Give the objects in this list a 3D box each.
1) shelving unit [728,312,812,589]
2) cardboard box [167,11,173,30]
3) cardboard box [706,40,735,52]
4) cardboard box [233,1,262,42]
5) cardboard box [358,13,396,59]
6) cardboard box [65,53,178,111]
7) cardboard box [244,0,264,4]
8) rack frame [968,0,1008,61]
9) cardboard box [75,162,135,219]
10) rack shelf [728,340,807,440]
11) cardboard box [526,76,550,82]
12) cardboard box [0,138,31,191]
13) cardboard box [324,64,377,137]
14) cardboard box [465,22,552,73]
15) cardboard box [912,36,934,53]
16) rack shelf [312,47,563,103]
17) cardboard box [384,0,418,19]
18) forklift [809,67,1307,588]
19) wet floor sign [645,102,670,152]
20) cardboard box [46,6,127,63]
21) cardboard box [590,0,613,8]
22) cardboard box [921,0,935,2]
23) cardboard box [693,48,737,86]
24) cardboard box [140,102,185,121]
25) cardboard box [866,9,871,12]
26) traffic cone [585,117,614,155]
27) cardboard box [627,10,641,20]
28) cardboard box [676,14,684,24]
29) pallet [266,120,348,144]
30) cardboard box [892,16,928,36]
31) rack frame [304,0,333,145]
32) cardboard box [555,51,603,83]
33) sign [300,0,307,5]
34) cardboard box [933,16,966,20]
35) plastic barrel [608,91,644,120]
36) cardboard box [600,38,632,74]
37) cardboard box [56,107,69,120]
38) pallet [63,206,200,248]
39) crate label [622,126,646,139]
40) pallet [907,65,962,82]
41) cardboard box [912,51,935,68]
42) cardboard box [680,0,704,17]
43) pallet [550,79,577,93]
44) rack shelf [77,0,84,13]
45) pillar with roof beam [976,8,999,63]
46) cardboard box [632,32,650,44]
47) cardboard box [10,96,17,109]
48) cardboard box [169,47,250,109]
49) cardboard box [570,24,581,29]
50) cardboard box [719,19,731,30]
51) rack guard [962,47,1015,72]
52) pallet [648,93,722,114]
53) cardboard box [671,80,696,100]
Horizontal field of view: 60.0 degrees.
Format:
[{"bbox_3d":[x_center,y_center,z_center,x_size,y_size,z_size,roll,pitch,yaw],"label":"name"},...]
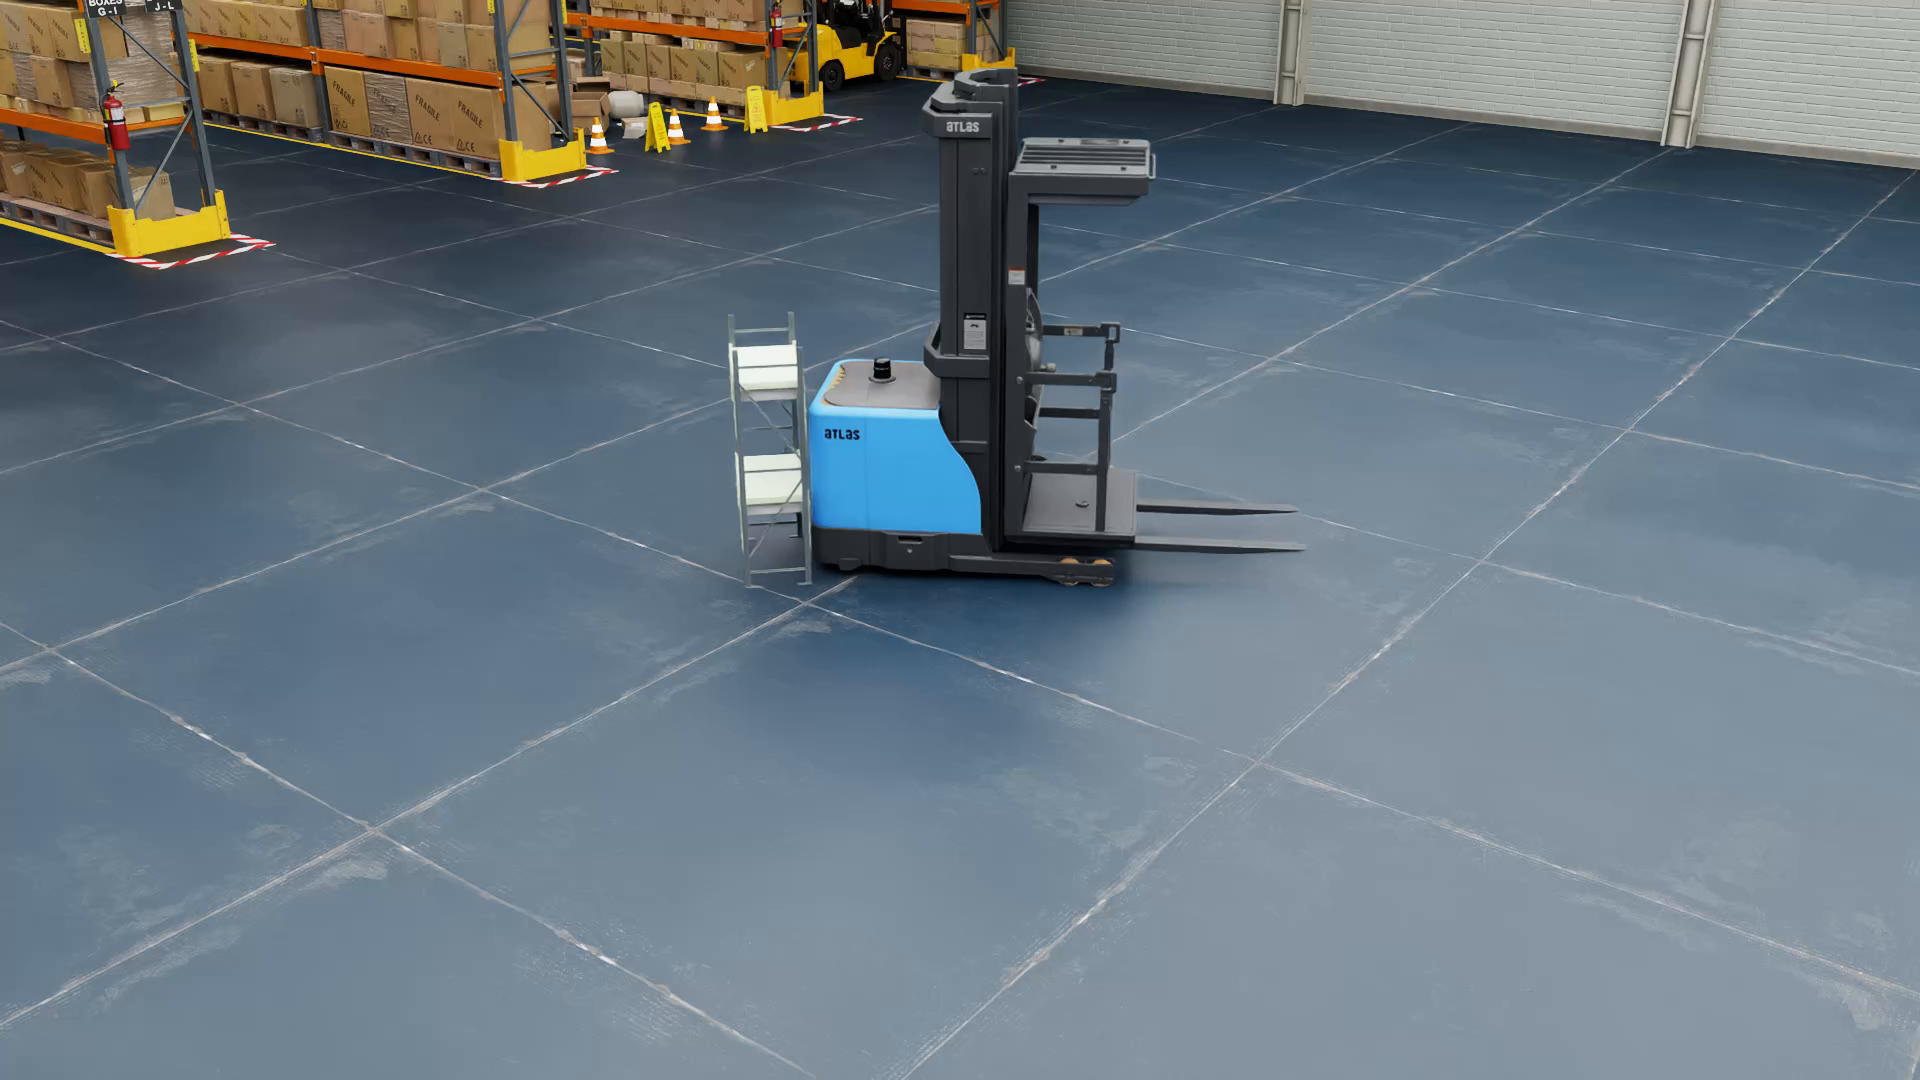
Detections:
[{"bbox_3d":[-1.162,-0.552,10.142,0.431,1.500,0.755,-4,24,-8],"label":"shelving unit"},{"bbox_3d":[-11.590,-7.911,24.860,0.500,0.500,0.500,17,29,34],"label":"cardboard box"},{"bbox_3d":[-3.630,-7.498,25.202,0.250,0.149,0.380,18,29,35],"label":"cardboard box"},{"bbox_3d":[-9.973,-7.423,23.754,0.500,0.500,0.500,17,29,34],"label":"cardboard box"},{"bbox_3d":[-7.469,-6.782,22.237,0.550,0.550,0.875,17,29,33],"label":"cardboard box"},{"bbox_3d":[-8.865,-4.874,17.598,0.500,0.500,0.875,17,29,33],"label":"cardboard box"},{"bbox_3d":[-9.804,-7.961,23.733,0.500,0.500,0.700,17,29,34],"label":"cardboard box"},{"bbox_3d":[0.476,-9.350,28.250,0.127,3.000,1.000,17,29,33],"label":"rack frame"},{"bbox_3d":[-9.430,-3.888,18.434,0.500,0.500,0.500,-17,29,-34],"label":"cardboard box"},{"bbox_3d":[-1.162,-0.909,9.985,0.431,0.370,0.720,-4,24,-8],"label":"rack shelf"},{"bbox_3d":[-6.742,-7.336,25.840,0.500,0.500,0.500,17,29,33],"label":"cardboard box"},{"bbox_3d":[-11.346,-4.456,19.723,0.500,0.500,0.500,16,28,32],"label":"cardboard box"},{"bbox_3d":[-8.125,-6.138,23.076,0.875,0.875,0.875,17,29,34],"label":"cardboard box"},{"bbox_3d":[-5.710,-6.270,21.073,0.550,0.550,0.875,17,29,33],"label":"cardboard box"},{"bbox_3d":[-0.496,-8.654,28.940,0.500,0.250,0.500,16,29,33],"label":"cardboard box"},{"bbox_3d":[-6.986,-6.280,22.176,4.000,0.370,1.077,17,29,33],"label":"rack shelf"},{"bbox_3d":[-7.024,-7.160,21.754,0.500,0.550,0.875,17,29,33],"label":"cardboard box"},{"bbox_3d":[0.632,-1.279,10.017,3.031,2.935,1.130,3,24,6],"label":"forklift"},{"bbox_3d":[-4.175,-5.680,22.842,0.232,0.644,0.267,12,26,24],"label":"wet floor sign"},{"bbox_3d":[-9.030,-5.243,17.196,0.500,0.500,0.500,17,29,33],"label":"cardboard box"},{"bbox_3d":[-5.514,-8.700,26.283,0.500,0.500,0.500,17,29,33],"label":"cardboard box"},{"bbox_3d":[-0.485,-9.558,28.599,0.500,0.500,0.500,18,29,35],"label":"cardboard box"},{"bbox_3d":[-3.715,-7.259,25.465,0.500,0.500,0.500,18,30,35],"label":"cardboard box"},{"bbox_3d":[-8.527,-4.581,17.738,0.250,0.149,0.380,17,29,33],"label":"cardboard box"},{"bbox_3d":[-1.801,-9.534,30.318,0.500,0.250,0.500,16,29,33],"label":"cardboard box"},{"bbox_3d":[-4.959,-5.552,22.776,0.334,0.463,0.336,17,29,33],"label":"traffic cone"},{"bbox_3d":[-4.998,-8.250,26.066,0.250,0.149,0.380,18,29,35],"label":"cardboard box"},{"bbox_3d":[-4.137,-8.030,25.566,0.250,0.149,0.380,17,29,33],"label":"cardboard box"},{"bbox_3d":[-9.249,-5.979,24.059,1.213,0.211,1.003,17,29,33],"label":"pallet"},{"bbox_3d":[-0.901,-8.992,29.088,0.500,0.250,0.500,17,29,34],"label":"cardboard box"},{"bbox_3d":[-8.587,-7.093,23.129,0.127,3.000,1.000,17,29,33],"label":"rack frame"},{"bbox_3d":[-6.120,-7.830,27.540,0.625,0.372,0.950,17,29,34],"label":"cardboard box"},{"bbox_3d":[-8.904,-7.409,22.508,0.005,0.325,0.100,17,29,33],"label":"sign"},{"bbox_3d":[-0.197,-9.038,29.192,0.500,0.250,0.500,17,29,33],"label":"cardboard box"},{"bbox_3d":[-5.059,-6.579,25.158,0.512,0.421,0.421,-5,24,-12],"label":"plastic barrel"},{"bbox_3d":[-5.389,-7.762,26.606,0.500,0.500,0.500,18,30,36],"label":"cardboard box"},{"bbox_3d":[-9.415,-4.607,17.798,0.250,0.149,0.380,17,29,33],"label":"cardboard box"},{"bbox_3d":[-9.131,-3.500,18.432,1.213,0.211,1.003,17,29,33],"label":"pallet"},{"bbox_3d":[-4.676,-5.855,23.869,0.298,0.136,0.250,3,24,6],"label":"crate label"},{"bbox_3d":[-0.161,-8.245,29.201,1.213,0.211,1.003,17,29,33],"label":"pallet"},{"bbox_3d":[-0.482,-8.419,29.026,0.500,0.250,0.500,17,29,33],"label":"cardboard box"},{"bbox_3d":[-3.894,-8.216,25.185,0.500,0.500,0.500,17,29,33],"label":"cardboard box"},{"bbox_3d":[-6.323,-7.626,27.797,1.213,0.211,1.003,17,29,33],"label":"pallet"},{"bbox_3d":[-10.042,-6.077,17.995,4.000,0.370,1.077,17,29,33],"label":"rack shelf"},{"bbox_3d":[-2.123,-11.165,24.930,0.400,9.000,9.100,17,29,33],"label":"pillar with roof beam"},{"bbox_3d":[-4.912,-7.886,26.082,0.250,0.149,0.380,18,30,35],"label":"cardboard box"},{"bbox_3d":[-10.215,-4.849,18.347,0.250,0.149,0.380,17,29,33],"label":"cardboard box"},{"bbox_3d":[-11.354,-7.047,25.293,0.750,0.750,1.050,16,29,33],"label":"cardboard box"},{"bbox_3d":[-7.634,-10.735,33.974,0.500,0.500,0.500,16,28,31],"label":"cardboard box"},{"bbox_3d":[-3.387,-7.748,24.927,0.250,0.149,0.380,16,29,32],"label":"cardboard box"},{"bbox_3d":[0.495,-8.200,28.741,0.348,0.500,1.175,17,29,33],"label":"rack guard"},{"bbox_3d":[-4.160,-6.993,26.359,1.213,0.211,1.003,17,29,33],"label":"pallet"},{"bbox_3d":[-4.138,-7.043,25.903,0.500,0.250,0.500,16,28,31],"label":"cardboard box"}]
